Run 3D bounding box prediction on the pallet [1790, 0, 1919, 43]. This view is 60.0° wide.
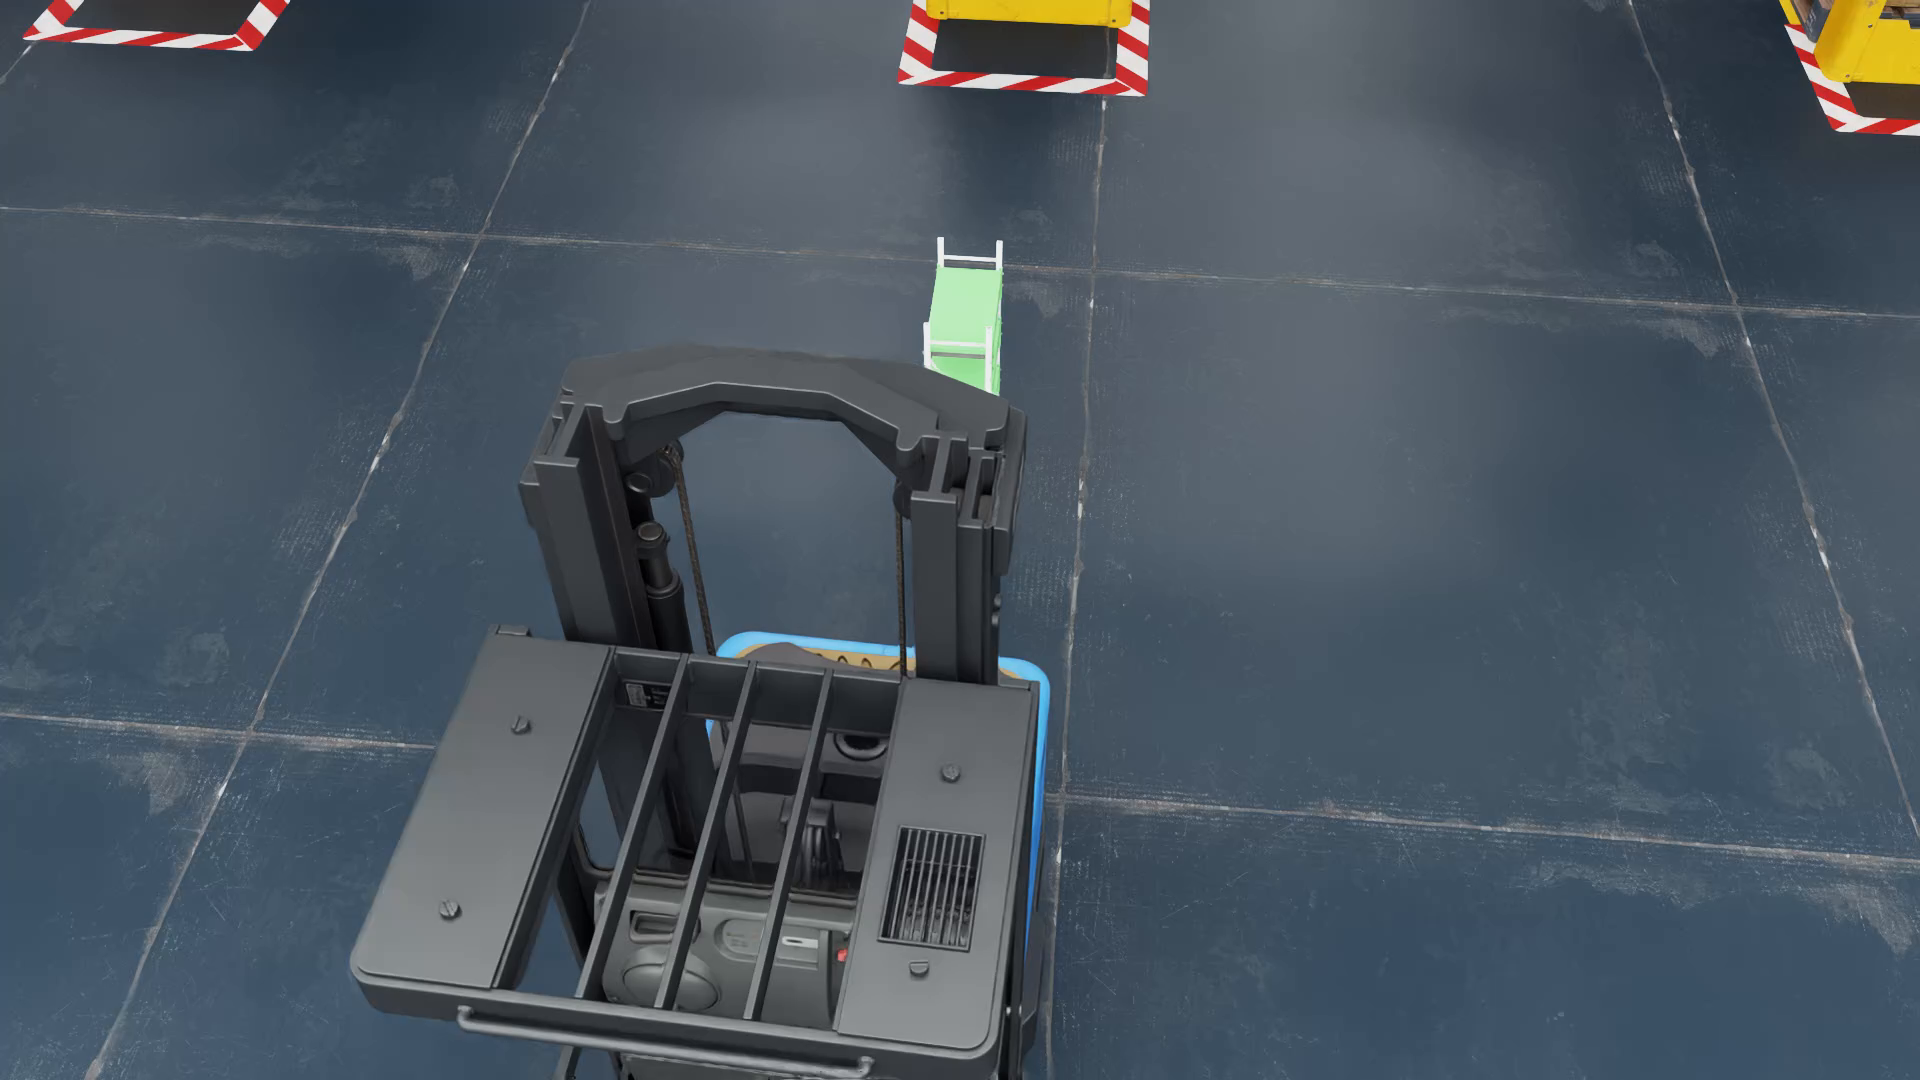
[{"bbox_3d":[5.317,-3.269,9.623,1.003,0.211,1.213,4,48,4],"label":"pallet"}]

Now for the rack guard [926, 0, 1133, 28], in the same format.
[{"bbox_3d":[0.399,-3.237,9.398,1.175,0.500,0.348,4,48,4],"label":"rack guard"}]

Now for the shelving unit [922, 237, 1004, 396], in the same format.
[{"bbox_3d":[0.015,-0.527,6.444,0.258,1.200,0.503,4,48,4],"label":"shelving unit"}]

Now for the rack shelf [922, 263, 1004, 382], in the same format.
[{"bbox_3d":[0.015,-0.807,6.137,0.258,0.148,0.480,4,48,4],"label":"rack shelf"}]

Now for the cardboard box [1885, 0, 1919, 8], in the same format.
[{"bbox_3d":[5.318,-3.544,9.140,0.875,0.875,0.875,4,48,4],"label":"cardboard box"}]

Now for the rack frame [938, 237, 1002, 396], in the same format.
[{"bbox_3d":[0.037,-0.706,6.608,0.240,1.200,0.015,4,48,4],"label":"rack frame"}]

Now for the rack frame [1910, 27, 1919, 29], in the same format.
[{"bbox_3d":[5.322,-3.617,8.051,1.000,3.000,0.127,4,48,4],"label":"rack frame"}]

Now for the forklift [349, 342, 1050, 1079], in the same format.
[{"bbox_3d":[-0.423,1.132,3.754,1.130,2.935,3.031,6,48,5],"label":"forklift"}]

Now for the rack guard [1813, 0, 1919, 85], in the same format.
[{"bbox_3d":[5.320,-2.756,8.958,1.175,0.500,0.348,4,48,4],"label":"rack guard"}]

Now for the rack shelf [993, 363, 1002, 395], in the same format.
[{"bbox_3d":[0.015,-0.483,6.492,0.258,0.148,0.480,4,48,4],"label":"rack shelf"}]

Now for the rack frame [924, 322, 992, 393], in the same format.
[{"bbox_3d":[-0.007,-0.347,6.280,0.240,1.200,0.015,4,48,4],"label":"rack frame"}]

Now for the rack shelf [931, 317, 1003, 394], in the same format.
[{"bbox_3d":[0.015,-0.645,6.314,0.258,0.148,0.480,4,48,4],"label":"rack shelf"}]
